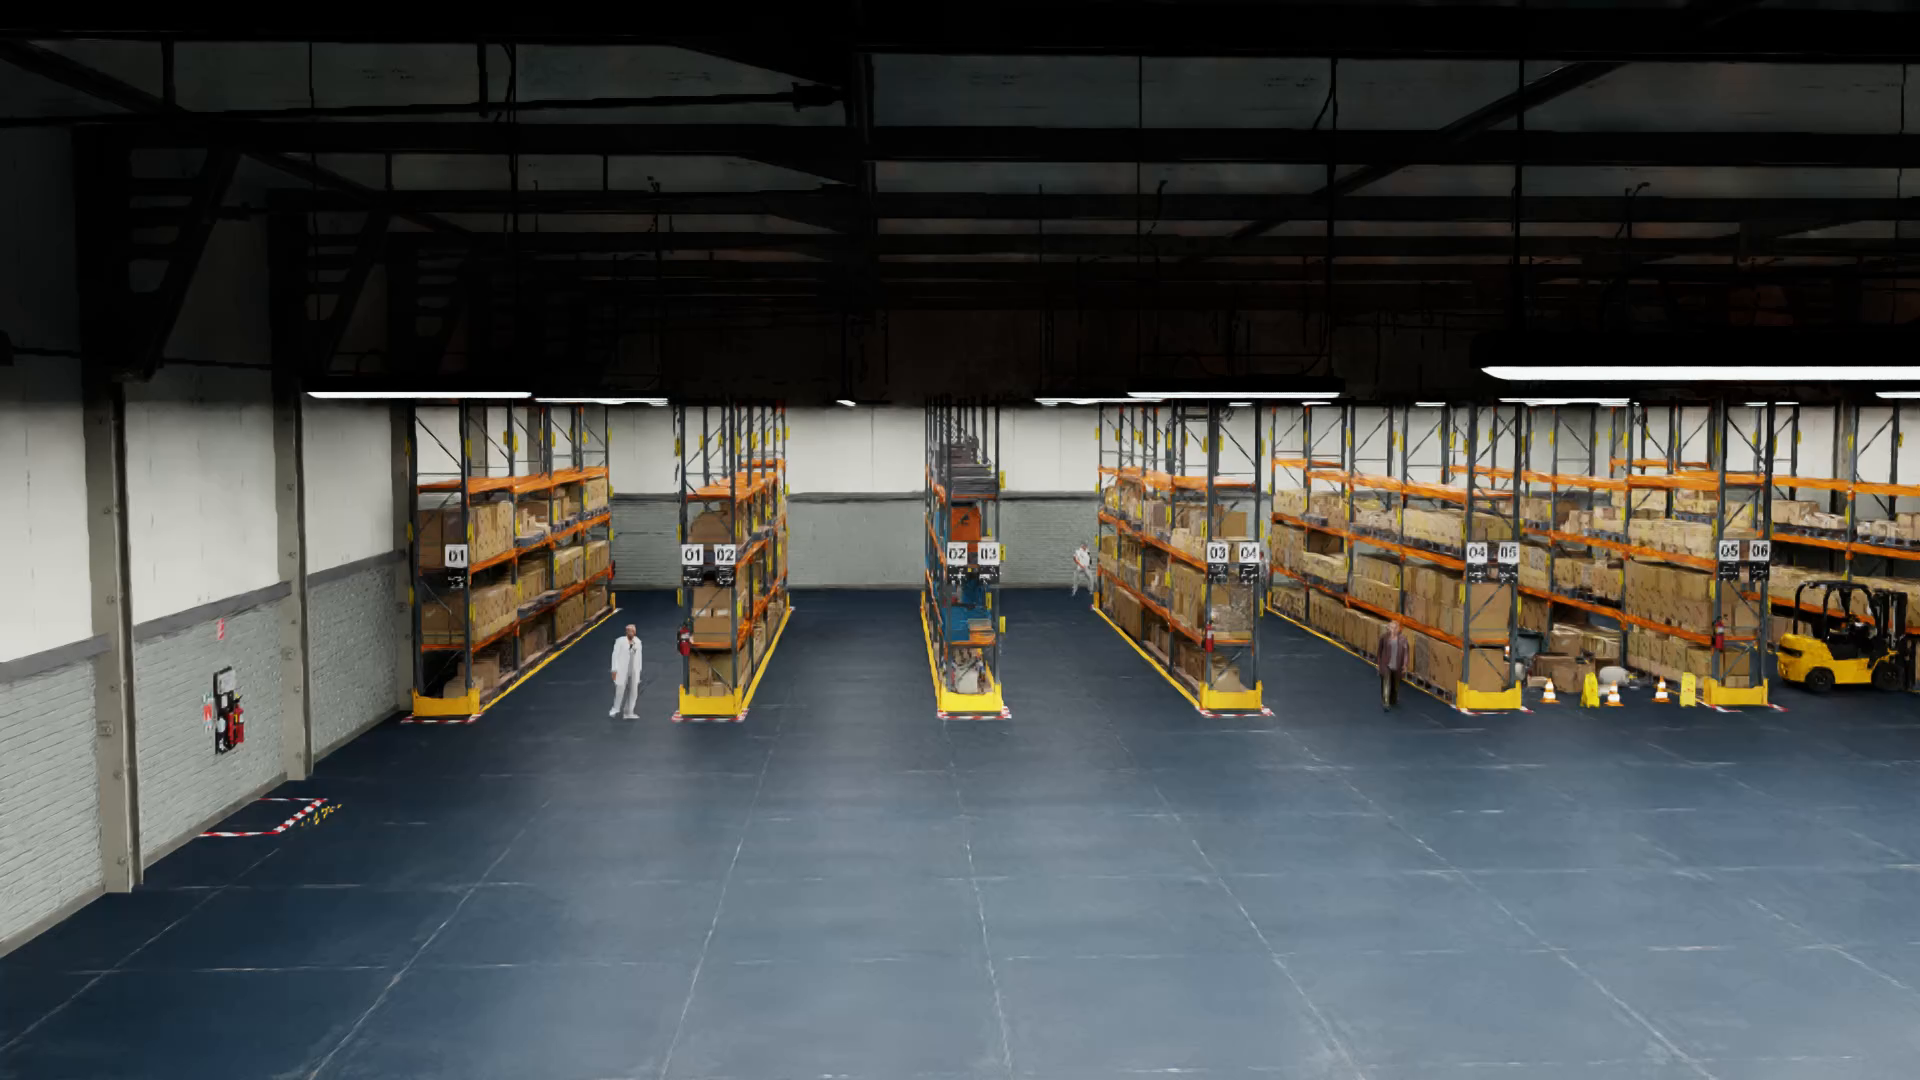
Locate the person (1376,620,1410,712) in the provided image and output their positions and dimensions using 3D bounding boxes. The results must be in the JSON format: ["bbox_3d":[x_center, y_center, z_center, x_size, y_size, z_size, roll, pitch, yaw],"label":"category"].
[{"bbox_3d":[8.188,2.368,31.420,0.573,1.716,1.103,1,5,6],"label":"person"}]

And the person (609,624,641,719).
[{"bbox_3d":[-6.186,2.415,30.747,0.616,1.766,0.608,-3,6,-37],"label":"person"}]

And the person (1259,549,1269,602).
[{"bbox_3d":[8.968,1.060,49.092,0.468,1.586,0.509,3,6,36],"label":"person"}]

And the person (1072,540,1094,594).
[{"bbox_3d":[3.778,0.832,51.123,0.679,1.705,0.768,-2,5,-24],"label":"person"}]
